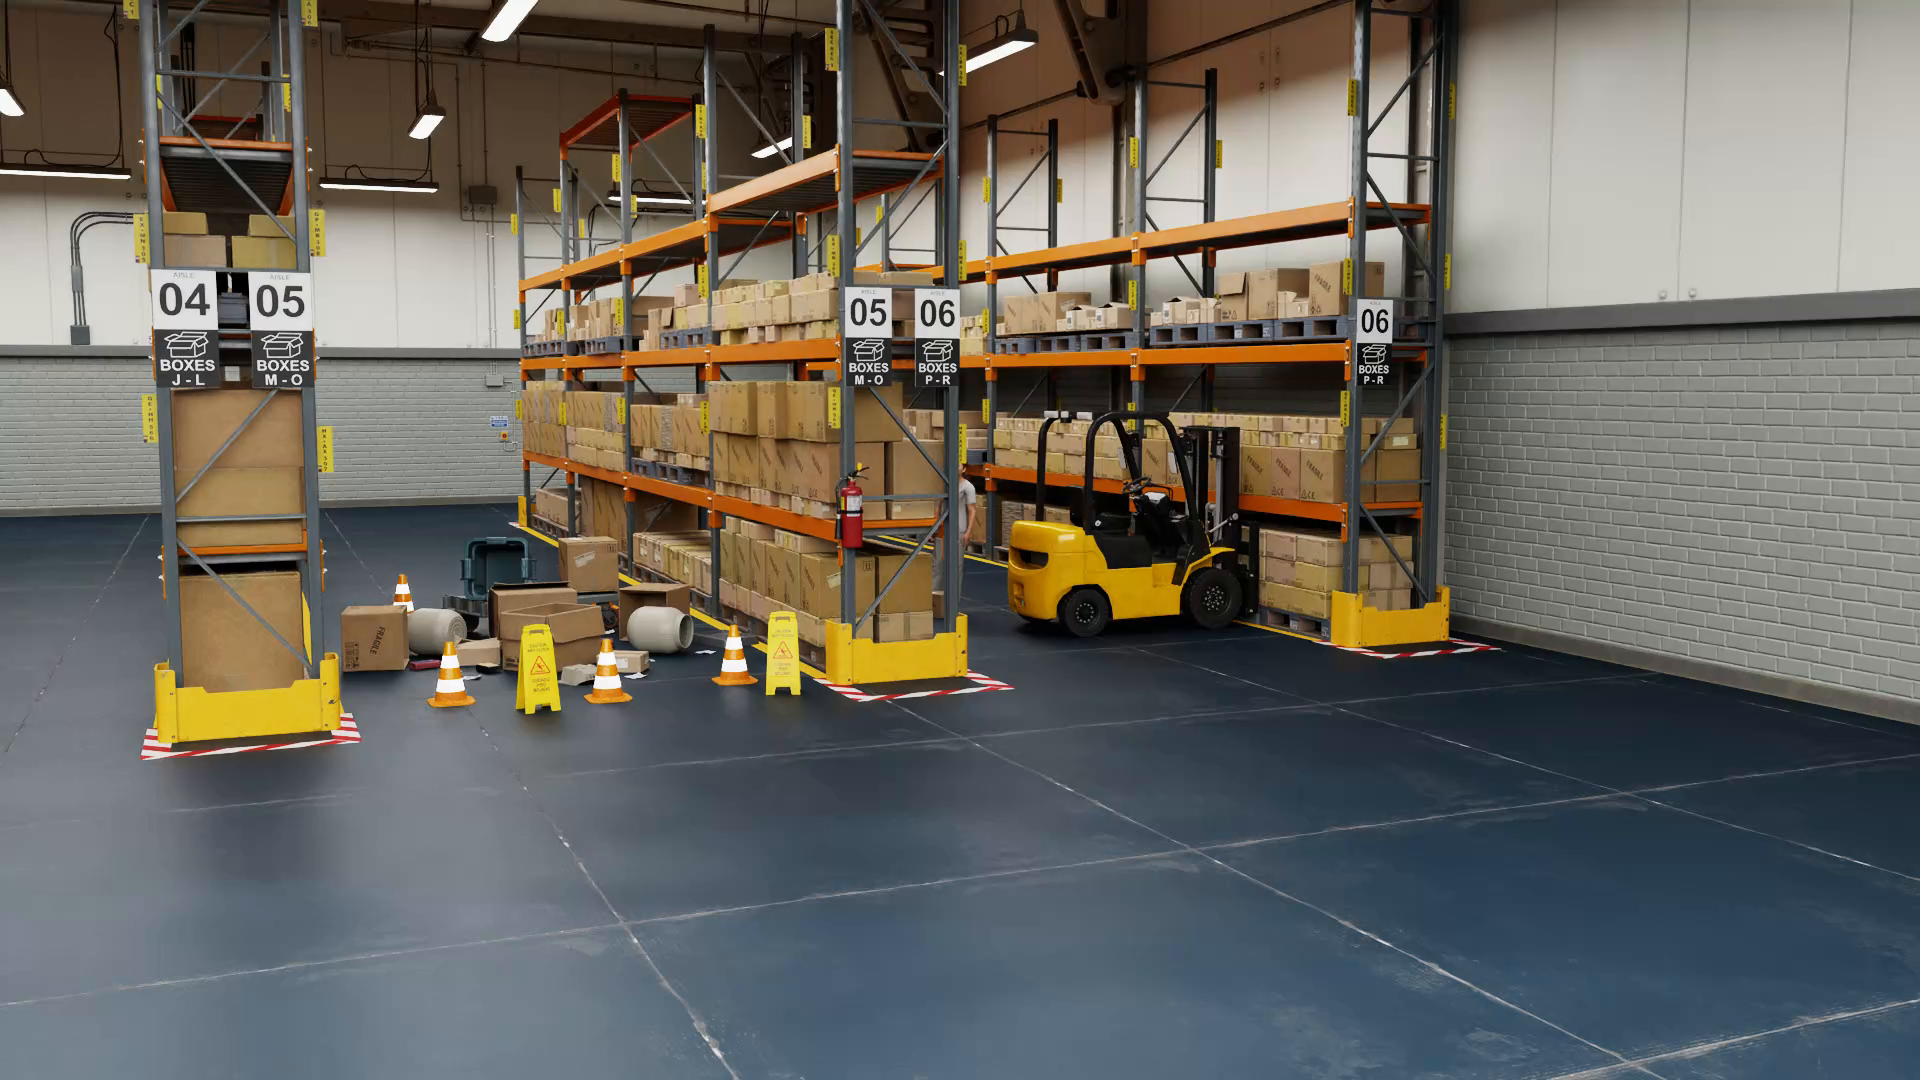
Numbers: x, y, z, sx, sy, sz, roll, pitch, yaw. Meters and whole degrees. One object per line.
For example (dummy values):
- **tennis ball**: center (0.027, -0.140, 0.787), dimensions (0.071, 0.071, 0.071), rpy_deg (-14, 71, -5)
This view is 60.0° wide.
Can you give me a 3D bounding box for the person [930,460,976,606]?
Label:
- **person**: center (-0.125, -0.062, 17.516), dimensions (0.549, 1.676, 0.549), rpy_deg (4, 7, 37)
